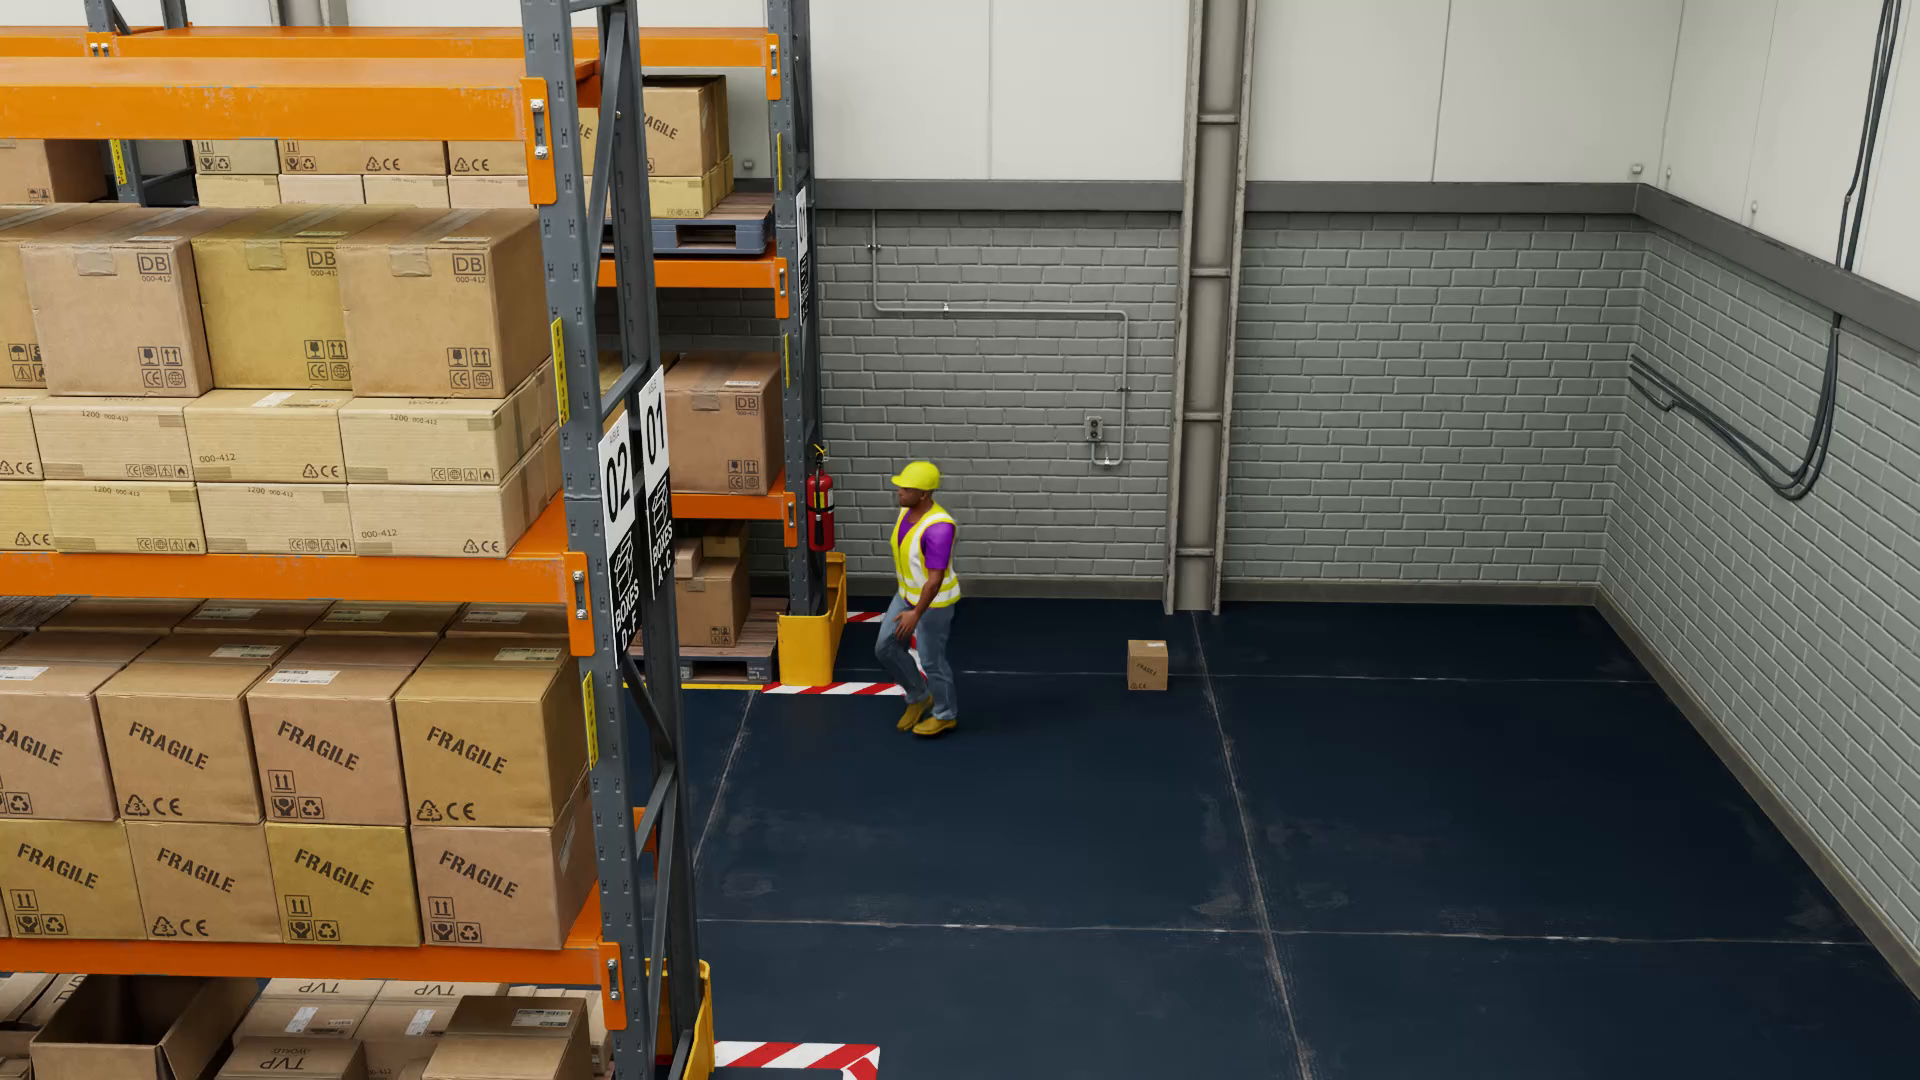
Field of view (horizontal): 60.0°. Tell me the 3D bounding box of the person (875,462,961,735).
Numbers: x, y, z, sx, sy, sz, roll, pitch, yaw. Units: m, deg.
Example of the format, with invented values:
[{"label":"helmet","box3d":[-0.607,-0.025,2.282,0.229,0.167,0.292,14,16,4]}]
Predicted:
[{"label":"person","box3d":[-0.269,0.374,10.035,0.525,1.787,0.632,-12,24,-29]}]
